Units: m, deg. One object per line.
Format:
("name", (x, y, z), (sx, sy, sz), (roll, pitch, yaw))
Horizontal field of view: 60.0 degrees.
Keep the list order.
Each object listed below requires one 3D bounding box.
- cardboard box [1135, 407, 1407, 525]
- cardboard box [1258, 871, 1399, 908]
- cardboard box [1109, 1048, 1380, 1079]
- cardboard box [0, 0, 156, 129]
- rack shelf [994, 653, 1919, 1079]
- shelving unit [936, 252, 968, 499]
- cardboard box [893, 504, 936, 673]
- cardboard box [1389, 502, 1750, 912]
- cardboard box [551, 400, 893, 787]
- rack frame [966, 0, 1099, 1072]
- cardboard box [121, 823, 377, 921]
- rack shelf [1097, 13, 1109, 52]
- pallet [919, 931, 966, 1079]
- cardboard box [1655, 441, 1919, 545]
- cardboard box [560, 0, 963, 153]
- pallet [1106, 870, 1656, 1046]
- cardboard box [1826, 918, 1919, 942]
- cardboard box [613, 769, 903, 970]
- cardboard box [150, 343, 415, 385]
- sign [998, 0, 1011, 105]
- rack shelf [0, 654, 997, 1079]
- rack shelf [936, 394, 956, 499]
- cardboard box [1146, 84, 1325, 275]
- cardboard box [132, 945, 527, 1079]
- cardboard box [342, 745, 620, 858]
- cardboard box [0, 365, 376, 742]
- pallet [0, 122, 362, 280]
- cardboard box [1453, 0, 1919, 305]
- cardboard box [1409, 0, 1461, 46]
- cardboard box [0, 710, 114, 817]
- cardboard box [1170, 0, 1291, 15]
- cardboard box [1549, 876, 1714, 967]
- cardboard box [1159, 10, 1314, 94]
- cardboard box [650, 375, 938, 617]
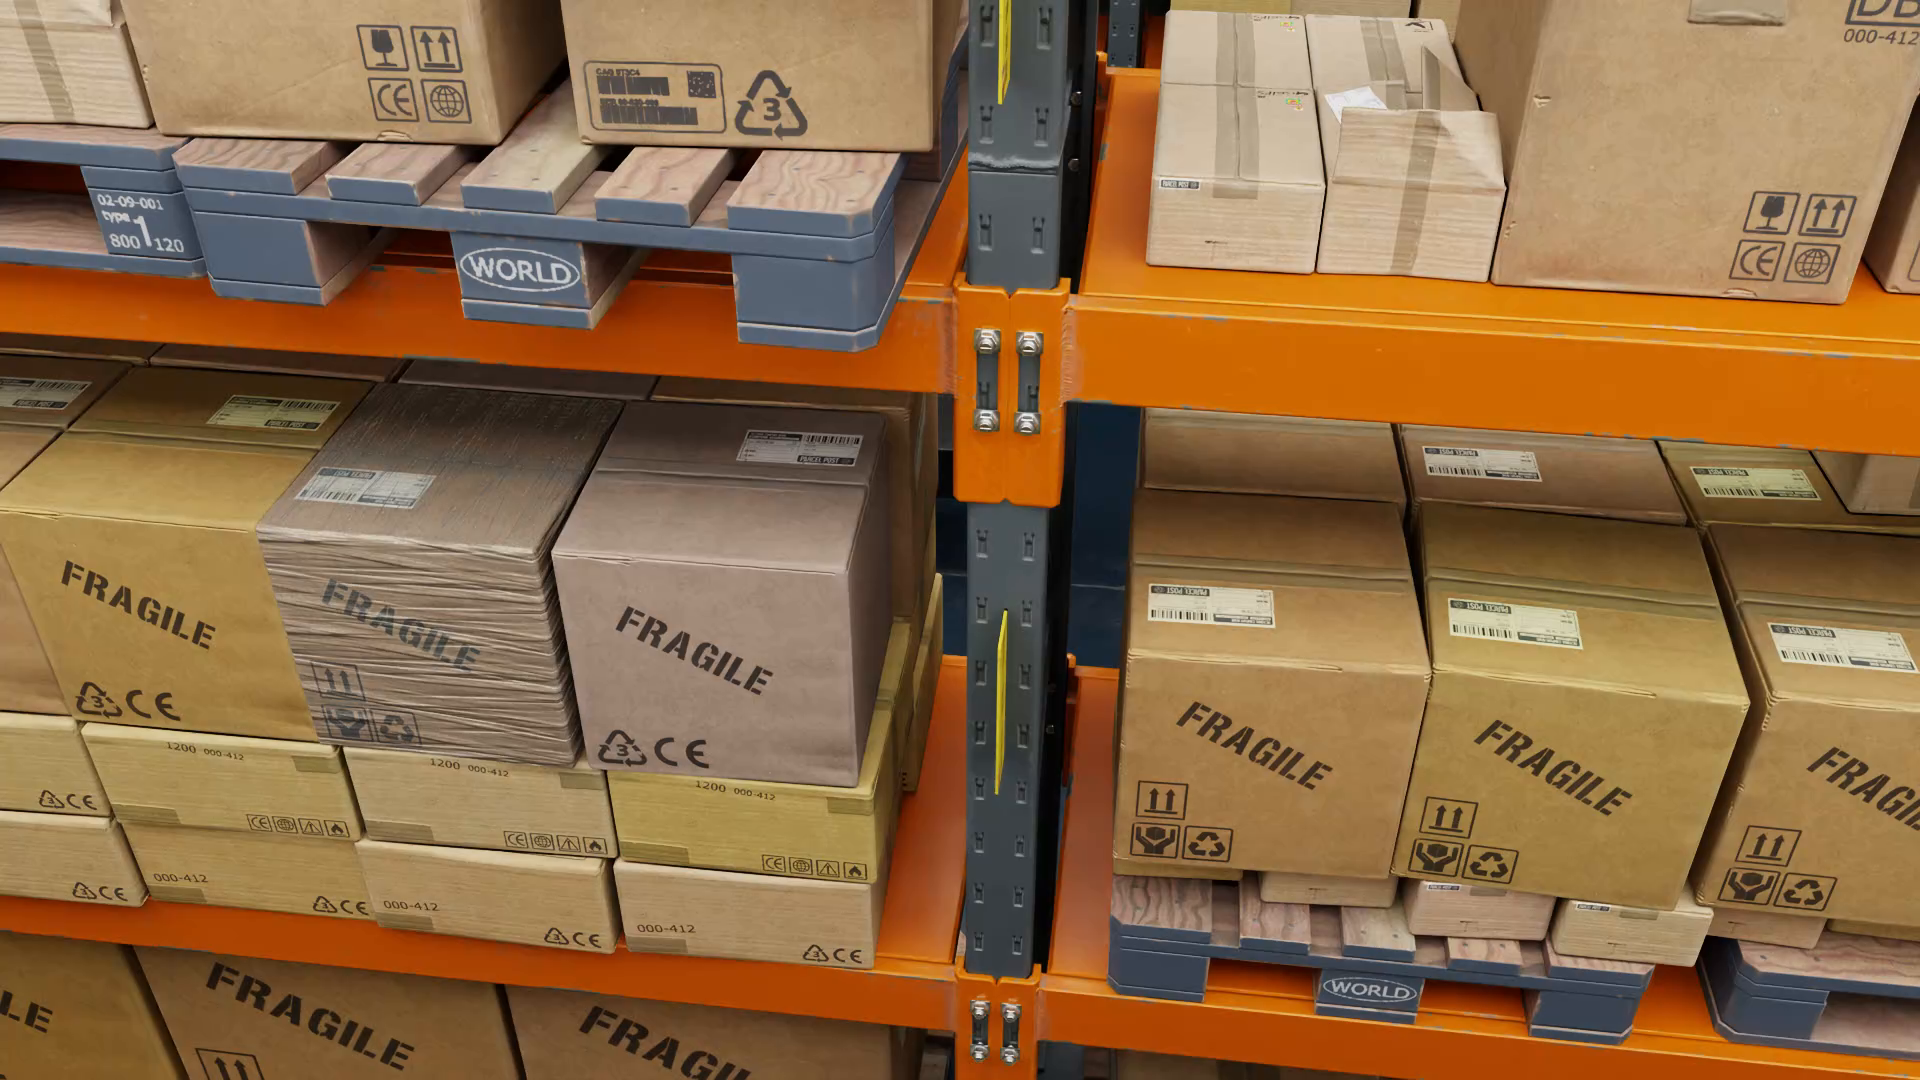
("cardboard box", (0.623, -0.033, 3.510), (0.500, 0.500, 0.500), (3, 36, 5))
("cardboard box", (0.711, 0.529, 3.281), (0.250, 0.149, 0.380), (2, 36, 3))
("cardboard box", (0.696, 1.373, 4.145), (0.625, 0.372, 0.950), (2, 36, 3))
("cardboard box", (-1.274, -0.811, 2.476), (0.258, 0.266, 0.396), (3, 36, 5))
("rack shelf", (2.120, 0.867, 3.572), (4.000, 0.370, 1.077), (4, 36, 6))
("shelving unit", (-0.164, -0.867, 6.157), (0.503, 2.100, 0.431), (4, 36, 6))
("cardboard box", (-0.335, 0.104, 3.720), (0.500, 0.250, 0.500), (4, 36, 6))
("cardboard box", (1.071, 0.295, 3.051), (0.500, 0.500, 0.500), (6, 36, 8))
("cardboard box", (-0.410, 0.091, 3.093), (0.500, 0.500, 0.500), (3, 36, 5))
("rack frame", (0.136, 0.427, 3.570), (0.127, 3.000, 1.000), (4, 36, 6))
("cardboard box", (-1.404, 0.525, 3.562), (0.500, 0.250, 0.500), (4, 36, 5))
("rack shelf", (-1.219, -2.289, 7.994), (4.000, 0.370, 1.077), (4, 36, 6))
("pallet", (-0.636, 1.460, 4.523), (1.213, 0.211, 1.003), (4, 36, 6))
("cardboard box", (1.638, 0.036, 3.414), (0.500, 0.500, 0.500), (2, 36, 3))
("cardboard box", (-0.257, -0.948, 2.464), (0.637, 0.503, 0.797), (2, 36, 3))
("pallet", (0.857, 0.496, 3.638), (1.003, 0.211, 1.213), (4, 36, 6))
("cardboard box", (1.781, 0.580, 3.210), (0.250, 0.149, 0.380), (6, 36, 8))
("cardboard box", (-0.398, 0.600, 3.457), (0.500, 0.250, 0.500), (3, 36, 4))
("cardboard box", (-1.326, -0.277, 3.609), (0.500, 0.500, 0.500), (5, 36, 7))
("sign", (0.058, -0.718, 2.078), (0.005, 0.325, 0.100), (4, 36, 6))
("rack shelf", (-1.847, 0.571, 3.986), (4.000, 0.370, 1.077), (4, 36, 6))
("rack shelf", (-0.164, -0.286, 6.572), (0.480, 0.518, 0.431), (4, 36, 6))
("cardboard box", (0.427, -0.571, 2.602), (0.250, 0.149, 0.380), (4, 36, 6))
("cardboard box", (-1.422, 0.953, 4.300), (0.875, 0.875, 0.875), (5, 36, 7))
("cardboard box", (-0.885, 0.359, 3.364), (0.500, 0.250, 0.500), (3, 36, 5))
("cardboard box", (-1.411, 0.018, 3.196), (0.500, 0.500, 0.500), (4, 36, 6))
("pallet", (-1.619, -0.816, 2.891), (1.213, 0.211, 1.003), (6, 36, 8))
("cardboard box", (1.075, -0.759, 2.563), (0.500, 0.500, 0.700), (4, 36, 6))
("cardboard box", (2.187, -2.316, 7.111), (0.500, 0.250, 0.500), (3, 36, 5))
("cardboard box", (-1.911, 0.295, 3.454), (0.500, 0.250, 0.500), (3, 36, 5))
("cardboard box", (1.171, -2.388, 7.213), (0.500, 0.250, 0.500), (4, 36, 6))
("cardboard box", (1.247, 0.608, 3.170), (0.250, 0.149, 0.380), (4, 36, 6))
("cardboard box", (0.476, -0.790, 2.909), (0.250, 0.149, 0.380), (4, 36, 6))
("cardboard box", (-0.322, -0.198, 3.499), (0.500, 0.500, 0.500), (3, 36, 4))
